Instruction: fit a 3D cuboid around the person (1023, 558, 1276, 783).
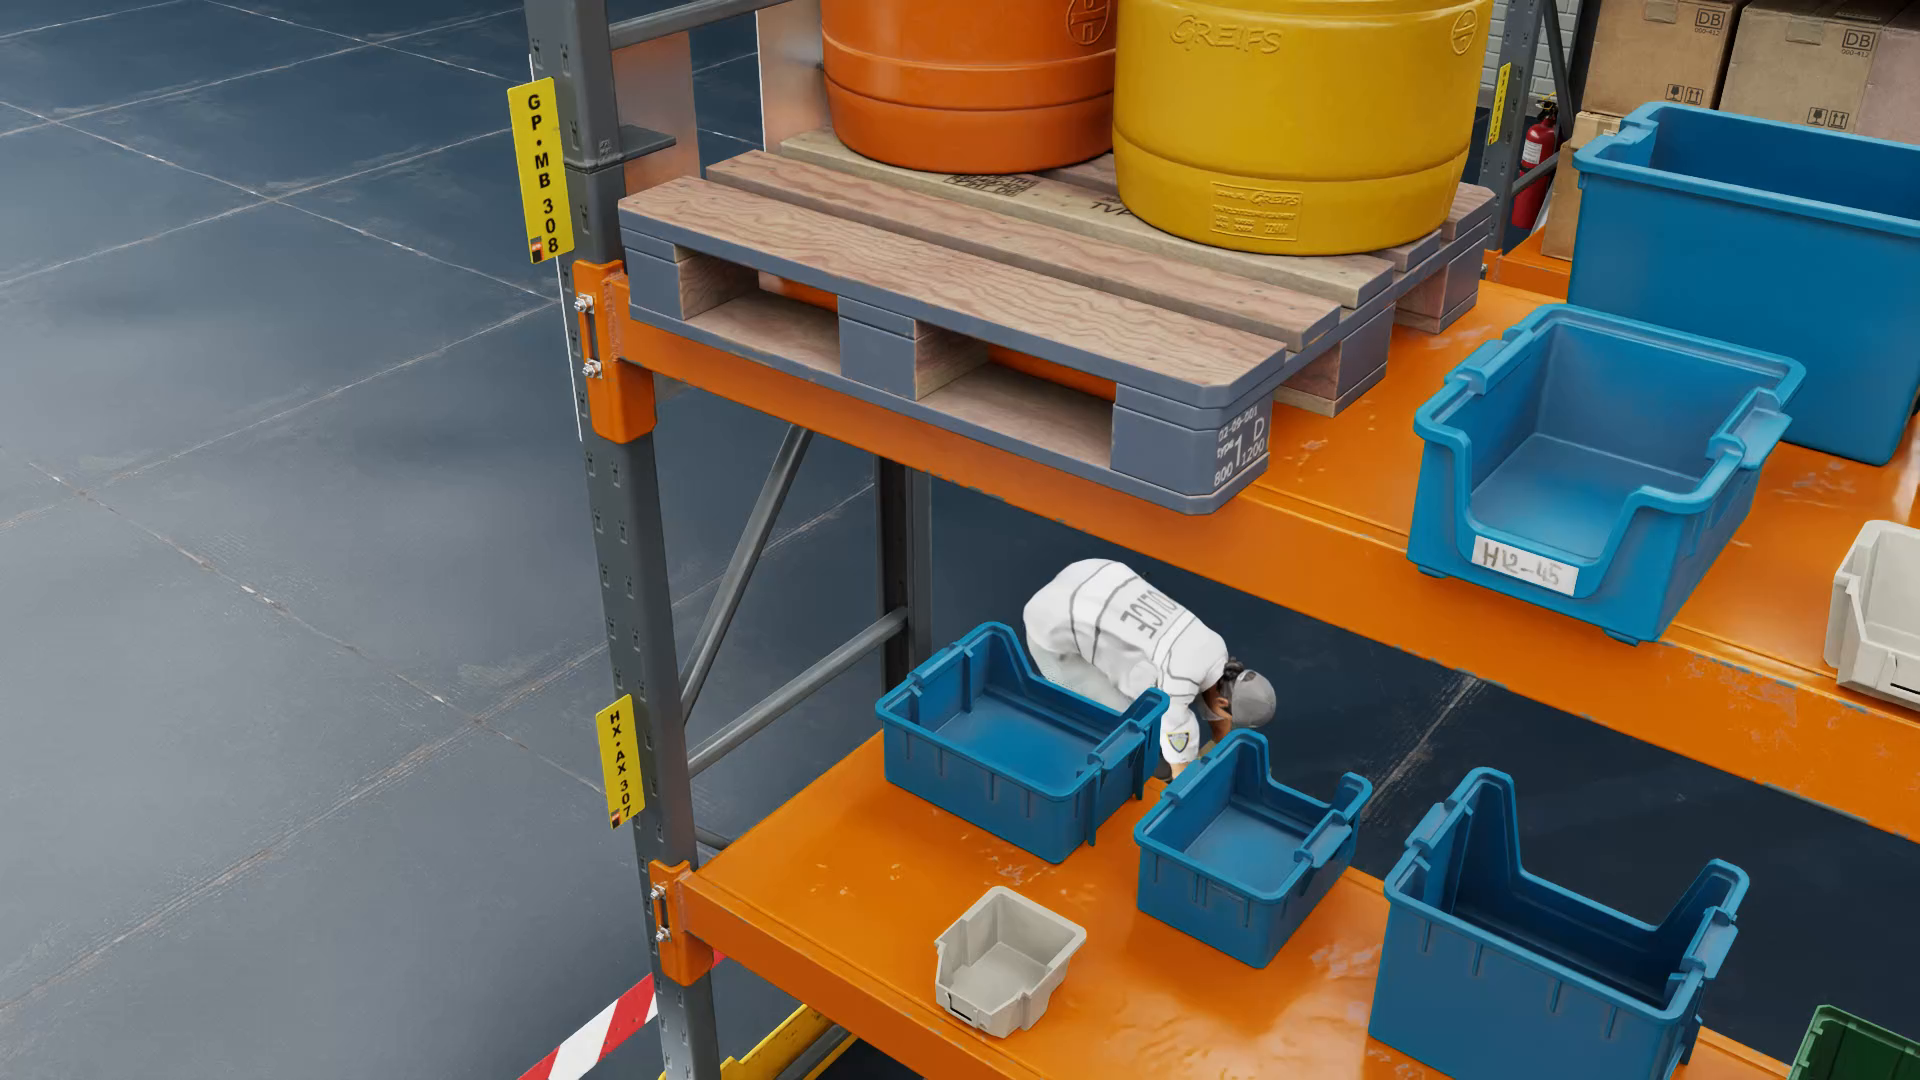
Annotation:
[{"bbox_3d":[0.675,0.569,5.942,0.936,0.886,0.507,20,36,29],"label":"person"}]
